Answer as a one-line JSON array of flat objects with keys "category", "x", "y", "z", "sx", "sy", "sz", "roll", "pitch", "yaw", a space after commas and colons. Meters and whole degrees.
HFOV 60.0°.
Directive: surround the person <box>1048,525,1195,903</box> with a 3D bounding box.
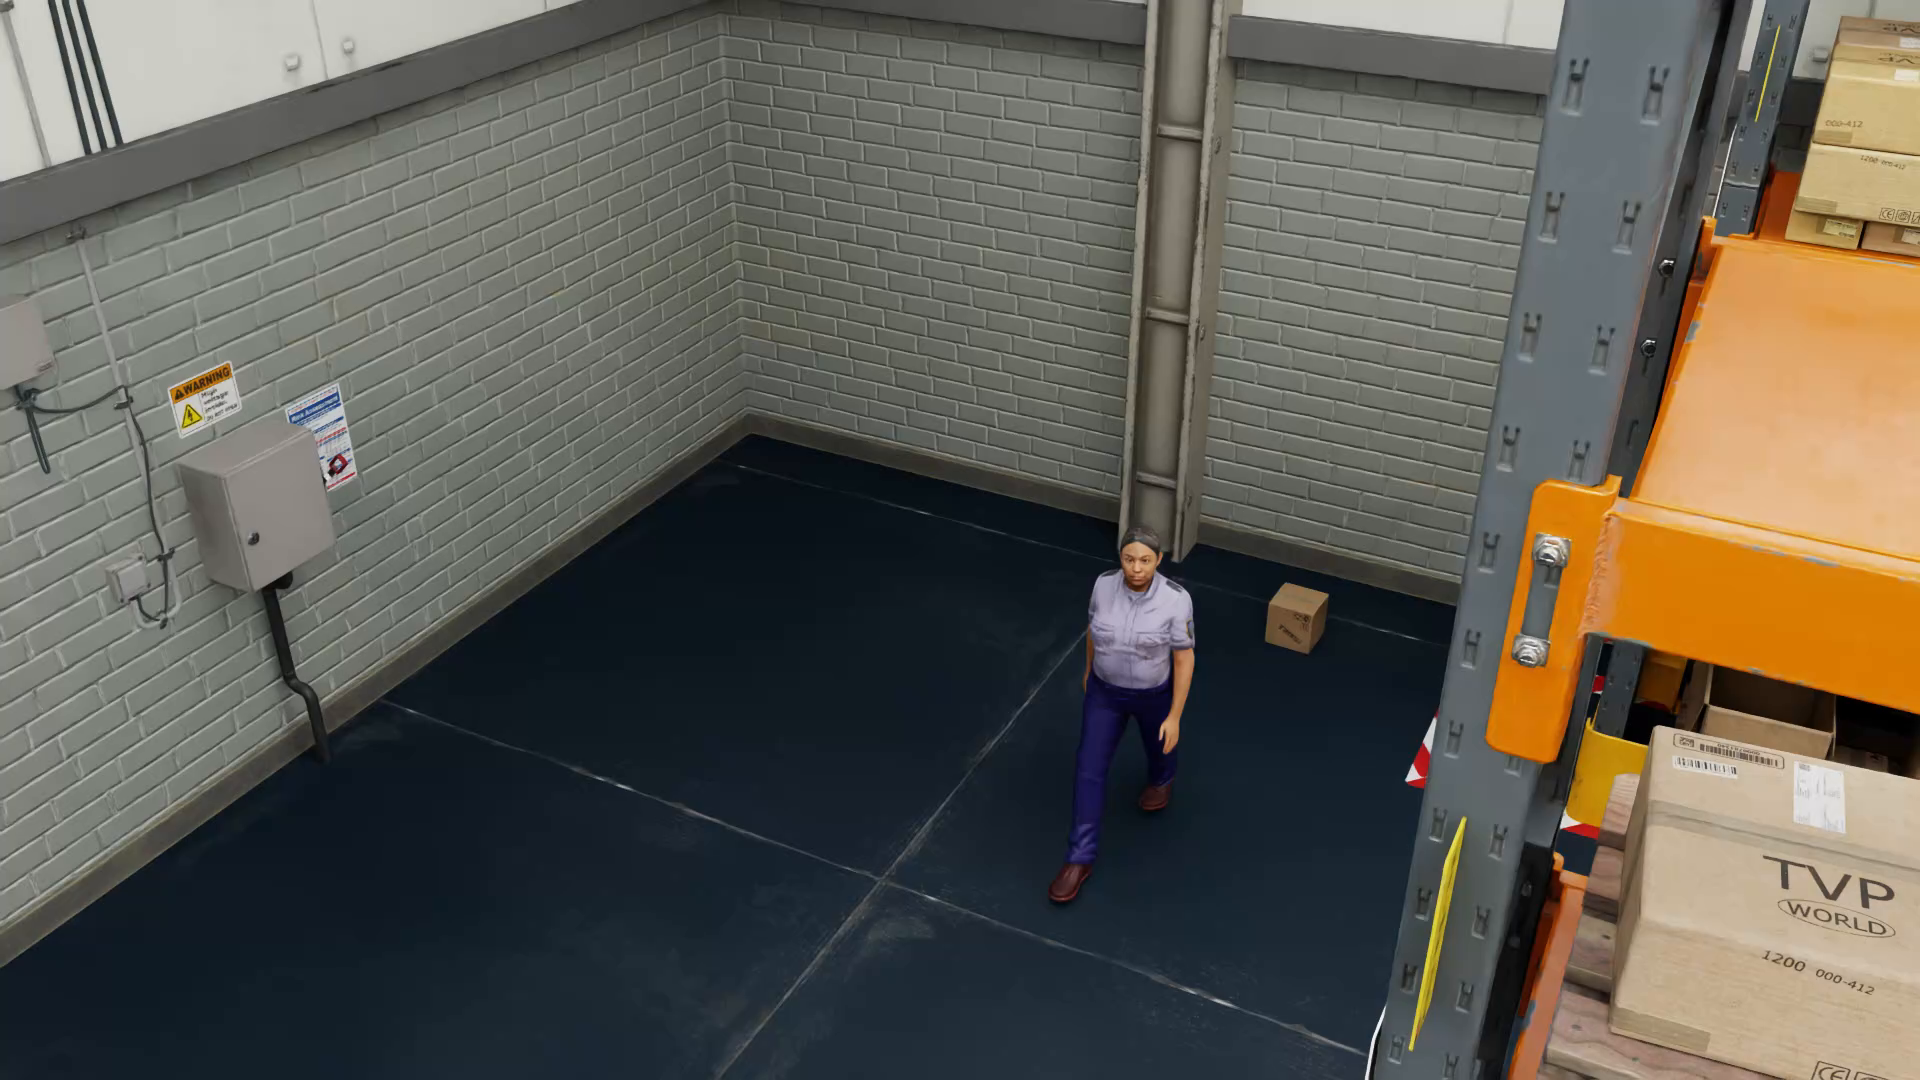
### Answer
[{"category": "person", "x": 0.731, "y": 0.684, "z": 7.117, "sx": 0.511, "sy": 1.565, "sz": 1.022, "roll": 9, "pitch": 31, "yaw": 15}]
